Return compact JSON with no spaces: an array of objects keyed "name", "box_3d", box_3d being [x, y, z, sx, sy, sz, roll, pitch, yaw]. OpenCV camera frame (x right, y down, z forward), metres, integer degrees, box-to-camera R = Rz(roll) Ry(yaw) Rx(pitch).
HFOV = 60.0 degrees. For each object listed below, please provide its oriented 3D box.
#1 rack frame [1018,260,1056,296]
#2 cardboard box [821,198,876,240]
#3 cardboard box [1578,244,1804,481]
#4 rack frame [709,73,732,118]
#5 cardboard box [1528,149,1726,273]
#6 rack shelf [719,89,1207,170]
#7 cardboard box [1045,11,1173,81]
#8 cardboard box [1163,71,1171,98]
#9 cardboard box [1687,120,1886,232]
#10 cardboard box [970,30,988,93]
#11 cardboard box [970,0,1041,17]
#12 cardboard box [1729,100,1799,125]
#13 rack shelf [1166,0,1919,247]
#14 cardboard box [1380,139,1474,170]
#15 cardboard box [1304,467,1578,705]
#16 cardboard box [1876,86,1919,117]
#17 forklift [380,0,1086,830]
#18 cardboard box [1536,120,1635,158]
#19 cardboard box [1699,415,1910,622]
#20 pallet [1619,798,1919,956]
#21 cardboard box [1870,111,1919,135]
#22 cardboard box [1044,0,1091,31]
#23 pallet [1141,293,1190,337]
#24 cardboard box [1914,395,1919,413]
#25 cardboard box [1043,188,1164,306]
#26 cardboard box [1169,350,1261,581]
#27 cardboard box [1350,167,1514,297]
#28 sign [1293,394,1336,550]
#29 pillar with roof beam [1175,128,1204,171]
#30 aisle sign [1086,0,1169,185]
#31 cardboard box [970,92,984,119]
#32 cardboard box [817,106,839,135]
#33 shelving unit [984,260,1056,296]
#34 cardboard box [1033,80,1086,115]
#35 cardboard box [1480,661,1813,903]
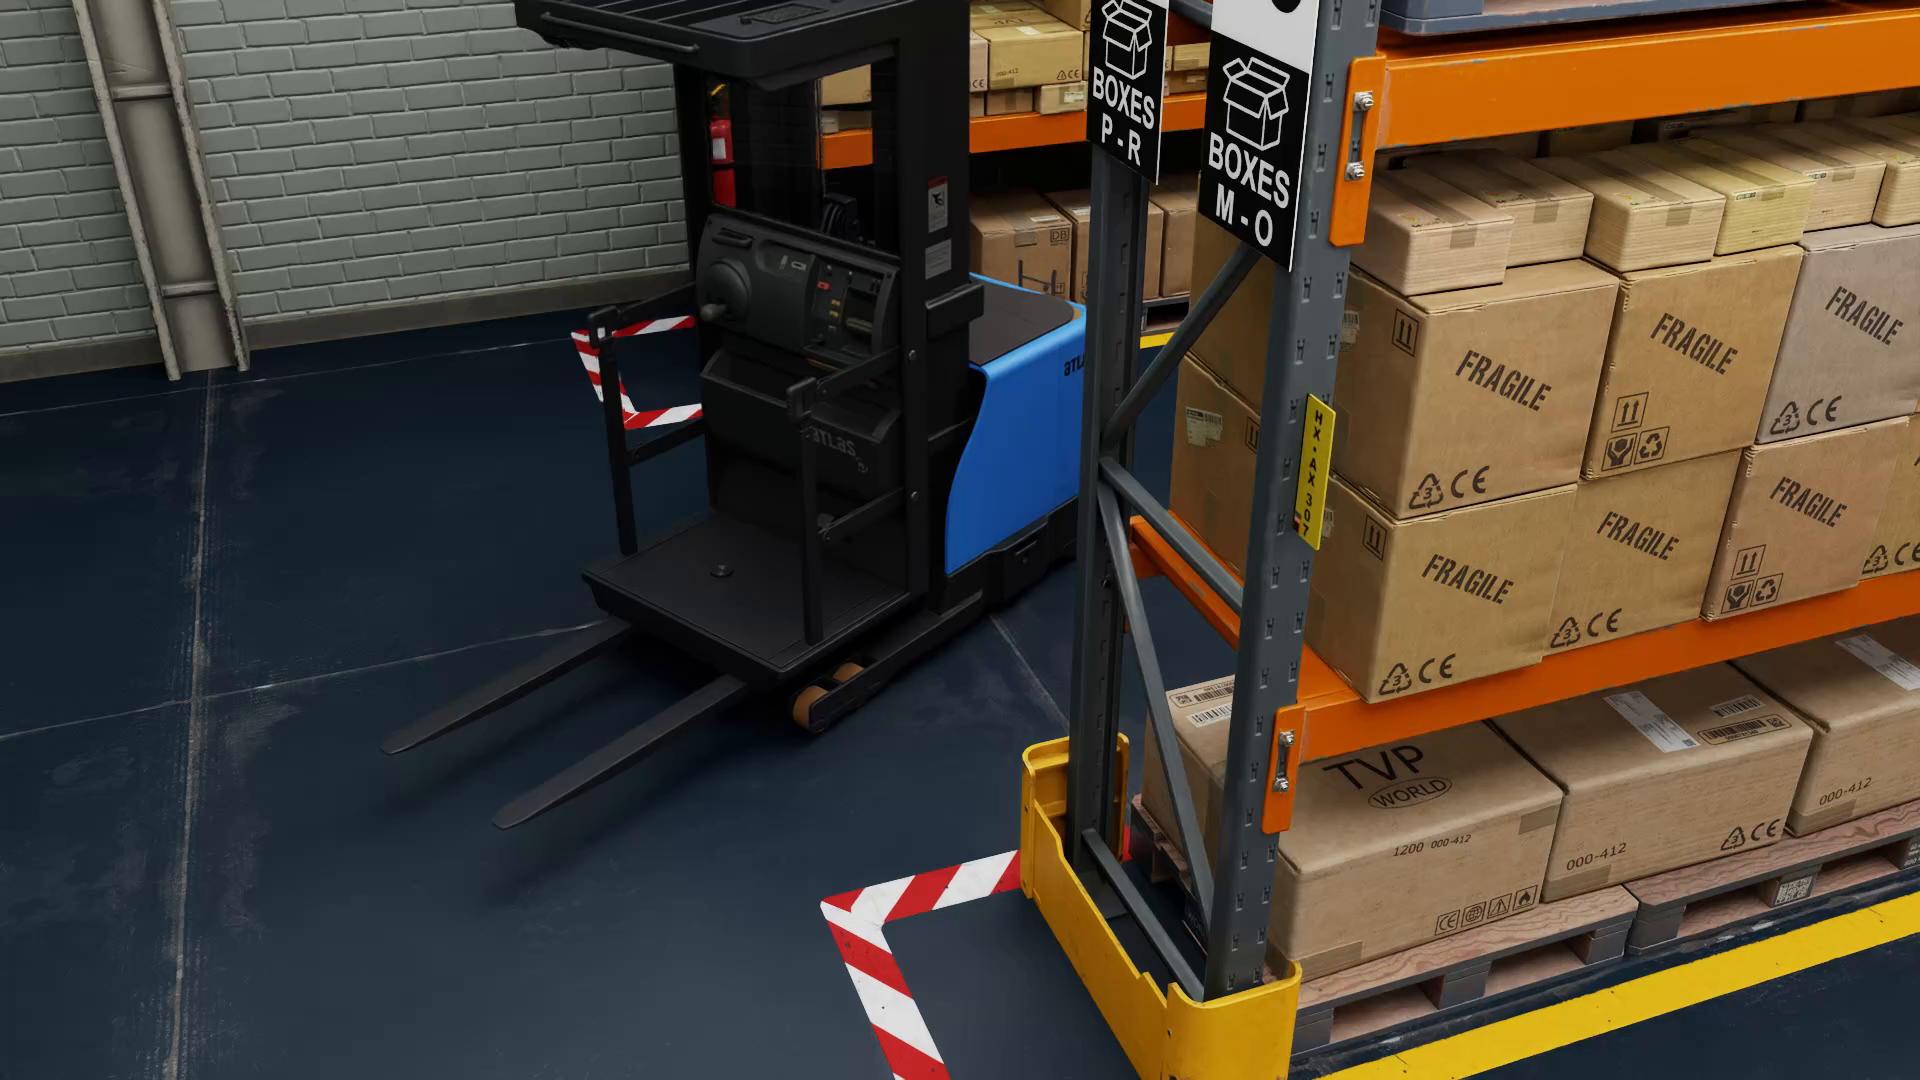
[{"name":"rack frame","box_3d":[0.336,-0.740,7.488,0.200,1.050,0.008,22,36,33]},{"name":"cardboard box","box_3d":[-0.568,-1.451,8.864,0.637,0.503,0.797,-12,32,-20]},{"name":"cardboard box","box_3d":[1.591,-0.510,4.004,0.500,0.500,0.500,-11,32,-19]},{"name":"rack frame","box_3d":[-1.175,-2.291,8.242,0.127,3.000,1.000,-10,31,-18]},{"name":"cardboard box","box_3d":[1.493,-0.752,3.773,0.250,0.149,0.380,-9,31,-16]},{"name":"rack shelf","box_3d":[0.700,-2.324,9.026,4.000,0.370,1.077,-10,31,-18]},{"name":"cardboard box","box_3d":[0.763,-2.583,8.605,0.500,0.250,0.500,-11,32,-19]},{"name":"cardboard box","box_3d":[0.911,-2.442,8.761,0.250,0.149,0.380,-11,31,-18]},{"name":"cardboard box","box_3d":[1.961,-0.875,3.990,0.250,0.149,0.380,-10,31,-17]},{"name":"cardboard box","box_3d":[-0.183,-2.396,8.276,0.500,0.250,0.500,-10,31,-17]},{"name":"cardboard box","box_3d":[0.113,-2.730,8.862,0.500,0.250,0.500,-9,31,-16]},{"name":"cardboard box","box_3d":[2.003,-1.149,4.471,0.250,0.149,0.380,-10,31,-16]},{"name":"rack shelf","box_3d":[2.434,-1.325,4.242,4.000,0.370,1.077,-10,31,-18]},{"name":"cardboard box","box_3d":[1.056,-0.959,4.136,0.250,0.149,0.380,-10,31,-17]},{"name":"cardboard box","box_3d":[1.110,0.018,4.088,0.500,0.500,0.500,-11,31,-18]},{"name":"cardboard box","box_3d":[2.488,-1.251,4.649,0.250,0.149,0.380,-10,31,-17]},{"name":"forklift","box_3d":[-0.730,-0.857,5.793,1.130,2.935,3.031,22,36,33]},{"name":"cardboard box","box_3d":[1.519,-1.067,4.326,0.250,0.149,0.380,-10,31,-16]},{"name":"cardboard box","box_3d":[2.057,-0.162,4.403,0.500,0.500,0.500,-11,31,-18]},{"name":"pallet","box_3d":[2.423,0.839,5.563,1.213,0.211,1.003,-10,31,-18]},{"name":"cardboard box","box_3d":[2.457,-0.930,4.086,0.250,0.149,0.380,-11,32,-19]},{"name":"cardboard box","box_3d":[0.750,-2.894,8.392,0.500,0.500,0.500,-10,31,-16]},{"name":"pallet","box_3d":[0.785,-1.440,9.564,1.213,0.211,1.003,-10,31,-18]},{"name":"cardboard box","box_3d":[2.537,-0.689,4.318,0.500,0.500,0.500,-10,31,-17]},{"name":"cardboard box","box_3d":[0.777,-1.624,9.171,0.500,0.500,0.500,-10,31,-17]},{"name":"cardboard box","box_3d":[0.919,-0.239,4.538,0.500,0.500,0.500,-10,31,-17]},{"name":"cardboard box","box_3d":[0.989,-0.682,3.650,0.250,0.149,0.380,-10,31,-17]},{"name":"sign","box_3d":[0.747,-0.141,3.513,0.005,0.325,0.100,-10,31,-18]},{"name":"pillar with roof beam","box_3d":[3.108,-3.889,4.986,0.400,9.000,9.100,-10,31,-18]},{"name":"aisle sign","box_3d":[0.384,-1.250,3.788,0.004,0.787,0.394,-10,31,-18]},{"name":"cardboard box","box_3d":[-0.056,-2.254,8.429,0.250,0.149,0.380,-9,31,-16]},{"name":"cardboard box","box_3d":[-0.771,-2.112,8.180,0.250,0.149,0.380,-11,31,-18]},{"name":"shelving unit","box_3d":[0.259,-0.693,7.406,0.215,1.050,0.252,22,36,33]},{"name":"cardboard box","box_3d":[0.454,-2.311,8.530,0.250,0.149,0.380,-11,32,-19]},{"name":"cardboard box","box_3d":[1.998,0.620,5.297,0.875,0.438,0.875,-10,31,-16]}]
